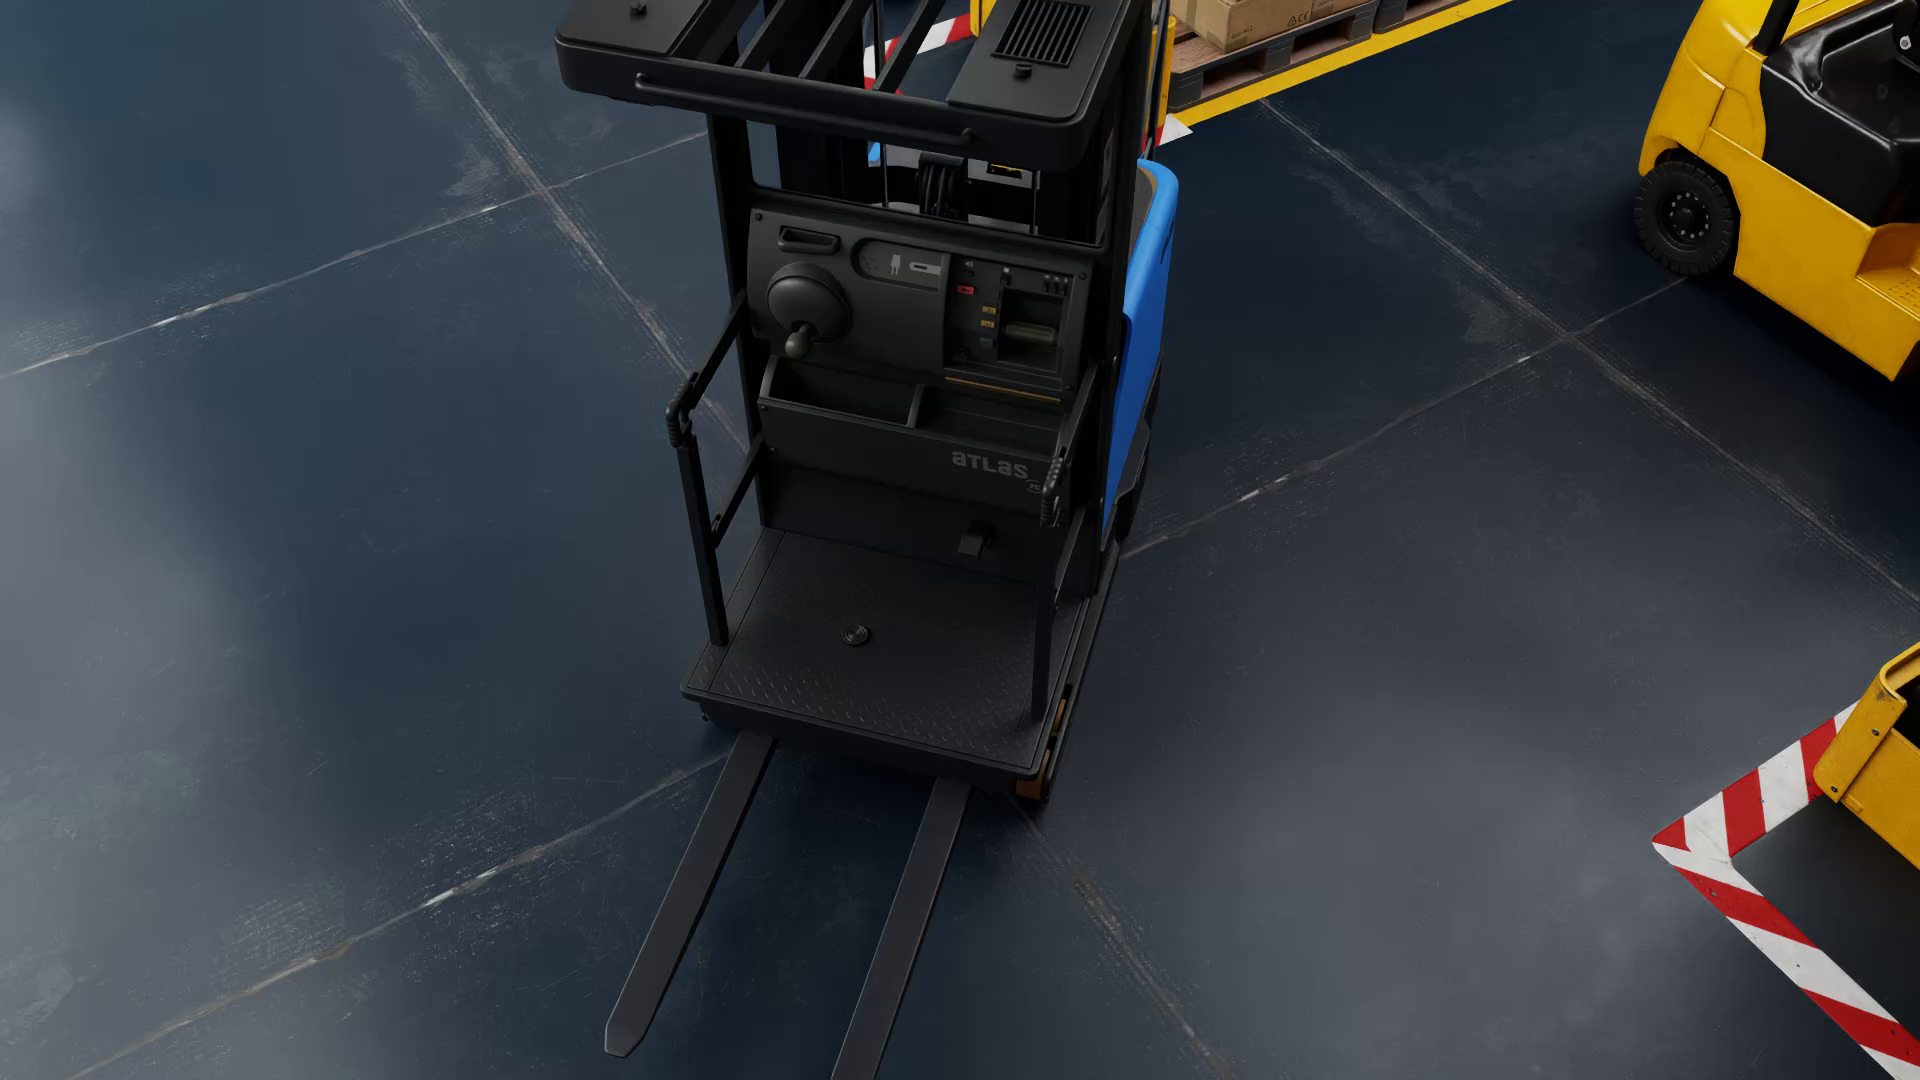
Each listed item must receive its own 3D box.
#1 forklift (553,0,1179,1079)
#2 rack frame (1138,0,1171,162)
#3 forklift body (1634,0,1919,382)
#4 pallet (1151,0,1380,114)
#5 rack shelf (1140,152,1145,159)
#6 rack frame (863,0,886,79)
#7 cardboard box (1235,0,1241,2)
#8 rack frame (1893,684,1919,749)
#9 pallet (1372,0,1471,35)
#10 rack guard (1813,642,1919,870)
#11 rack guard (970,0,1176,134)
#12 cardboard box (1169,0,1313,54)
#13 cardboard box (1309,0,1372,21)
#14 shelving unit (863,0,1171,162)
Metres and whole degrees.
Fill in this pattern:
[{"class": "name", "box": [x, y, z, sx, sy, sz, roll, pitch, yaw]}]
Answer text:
[{"class": "forklift", "box": [-0.174, -0.525, 4.255, 1.130, 2.935, 3.031, 12, 49, 11]}, {"class": "rack frame", "box": [0.643, -1.301, 5.902, 0.032, 1.500, 0.500, 10, 49, 9]}, {"class": "forklift body", "box": [3.700, -1.614, 5.747, 1.214, 2.155, 2.313, -25, 53, -21]}, {"class": "pallet", "box": [1.188, -2.526, 7.858, 1.213, 0.211, 1.003, -25, 53, -21]}, {"class": "rack shelf", "box": [0.149, -1.271, 6.116, 1.000, 0.185, 0.538, 10, 49, 9]}, {"class": "rack frame", "box": [-0.345, -1.482, 6.063, 0.032, 1.500, 0.500, 10, 49, 9]}, {"class": "cardboard box", "box": [1.267, -2.753, 7.251, 0.500, 0.500, 0.500, -27, 54, -22]}, {"class": "rack frame", "box": [3.070, 0.012, 3.731, 0.127, 3.000, 1.000, -25, 53, -21]}, {"class": "pallet", "box": [2.219, -3.009, 8.289, 1.213, 0.211, 1.003, -25, 53, -21]}, {"class": "rack guard", "box": [3.049, 0.853, 4.656, 0.348, 0.500, 1.175, -25, 53, -21]}, {"class": "rack guard", "box": [0.482, -2.321, 7.482, 0.348, 0.500, 1.175, -25, 53, -21]}, {"class": "cardboard box", "box": [1.248, -2.494, 7.522, 0.500, 0.250, 0.500, -26, 53, -21]}, {"class": "cardboard box", "box": [1.683, -2.692, 7.699, 0.500, 0.250, 0.500, -23, 52, -20]}, {"class": "shelving unit", "box": [0.149, -1.392, 5.983, 1.048, 1.500, 0.538, 10, 49, 9]}]
